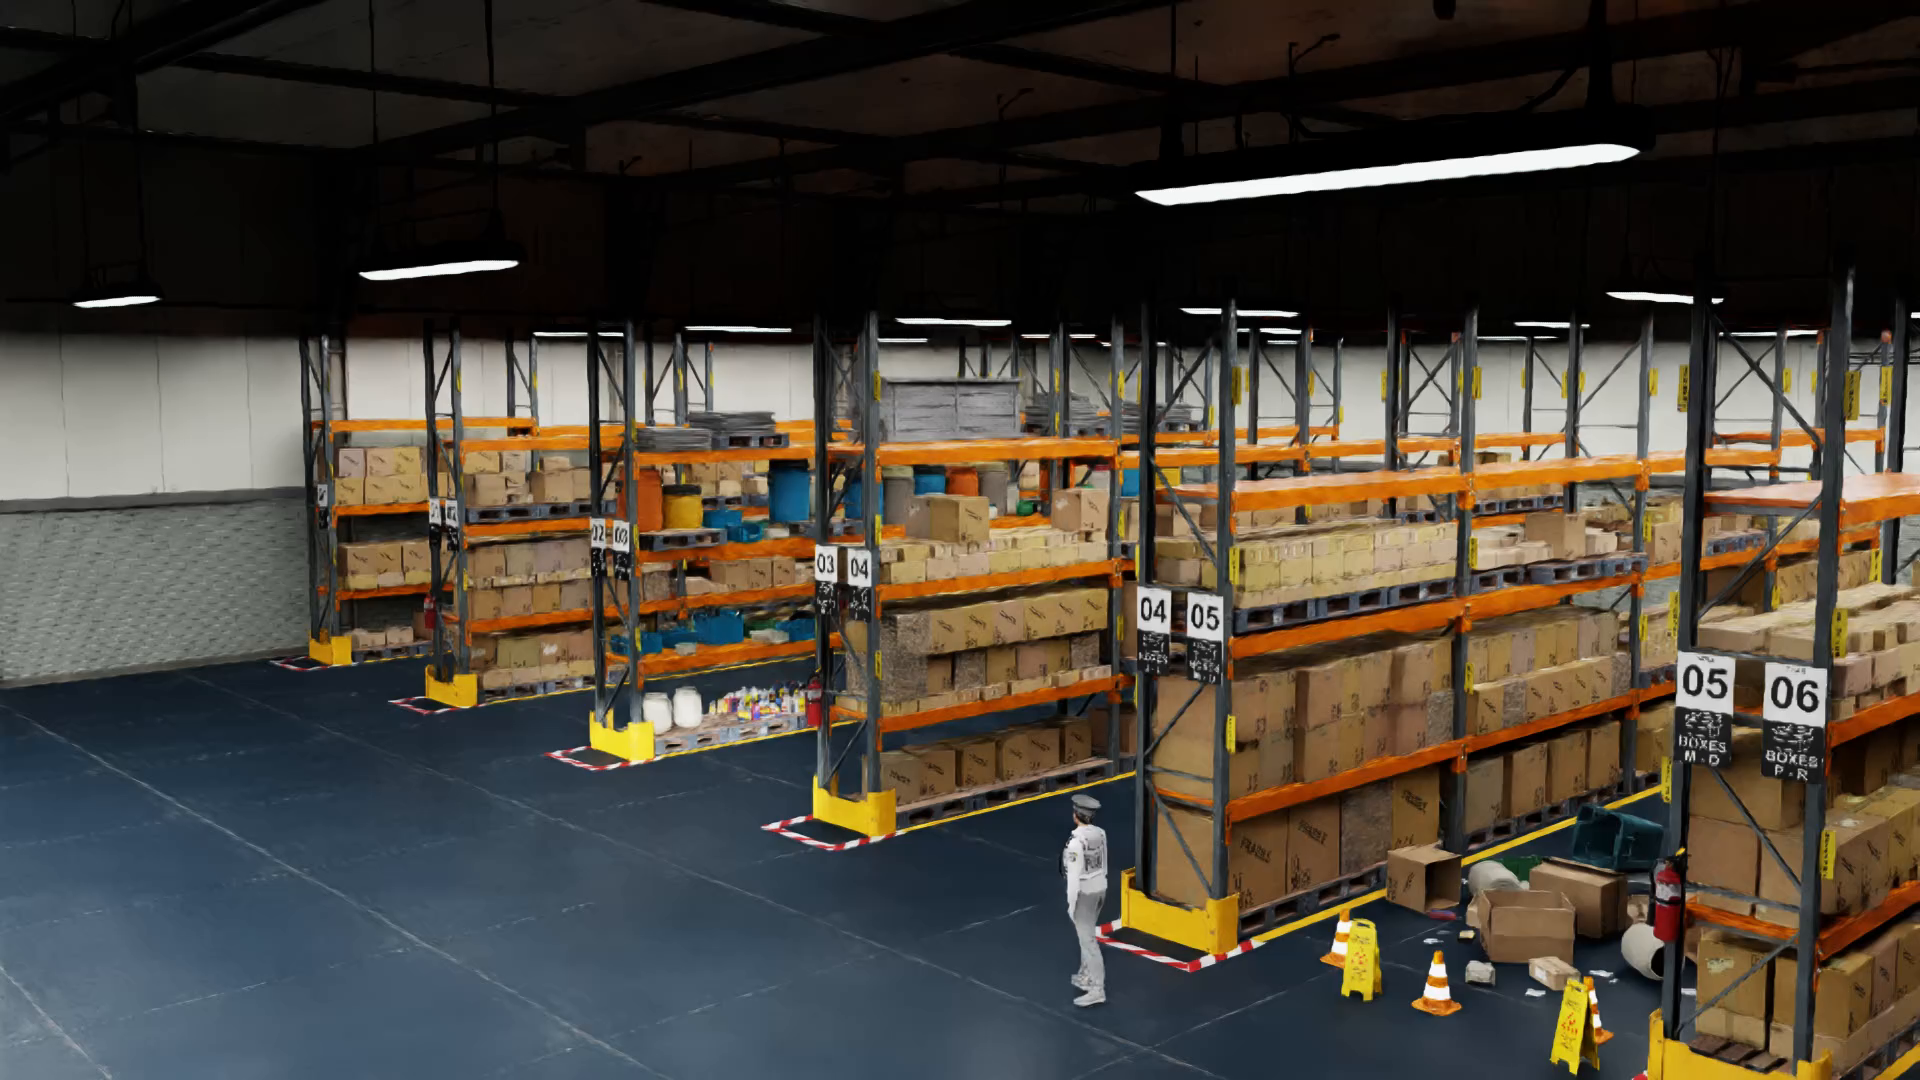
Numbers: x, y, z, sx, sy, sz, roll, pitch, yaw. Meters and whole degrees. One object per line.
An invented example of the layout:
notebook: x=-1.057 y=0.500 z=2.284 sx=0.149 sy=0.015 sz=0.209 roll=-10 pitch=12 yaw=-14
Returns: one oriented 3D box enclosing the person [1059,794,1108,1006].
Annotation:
person: x=1.036 y=2.950 z=13.748 sx=0.508 sy=1.667 sz=0.588 roll=4 pitch=7 yaw=34
